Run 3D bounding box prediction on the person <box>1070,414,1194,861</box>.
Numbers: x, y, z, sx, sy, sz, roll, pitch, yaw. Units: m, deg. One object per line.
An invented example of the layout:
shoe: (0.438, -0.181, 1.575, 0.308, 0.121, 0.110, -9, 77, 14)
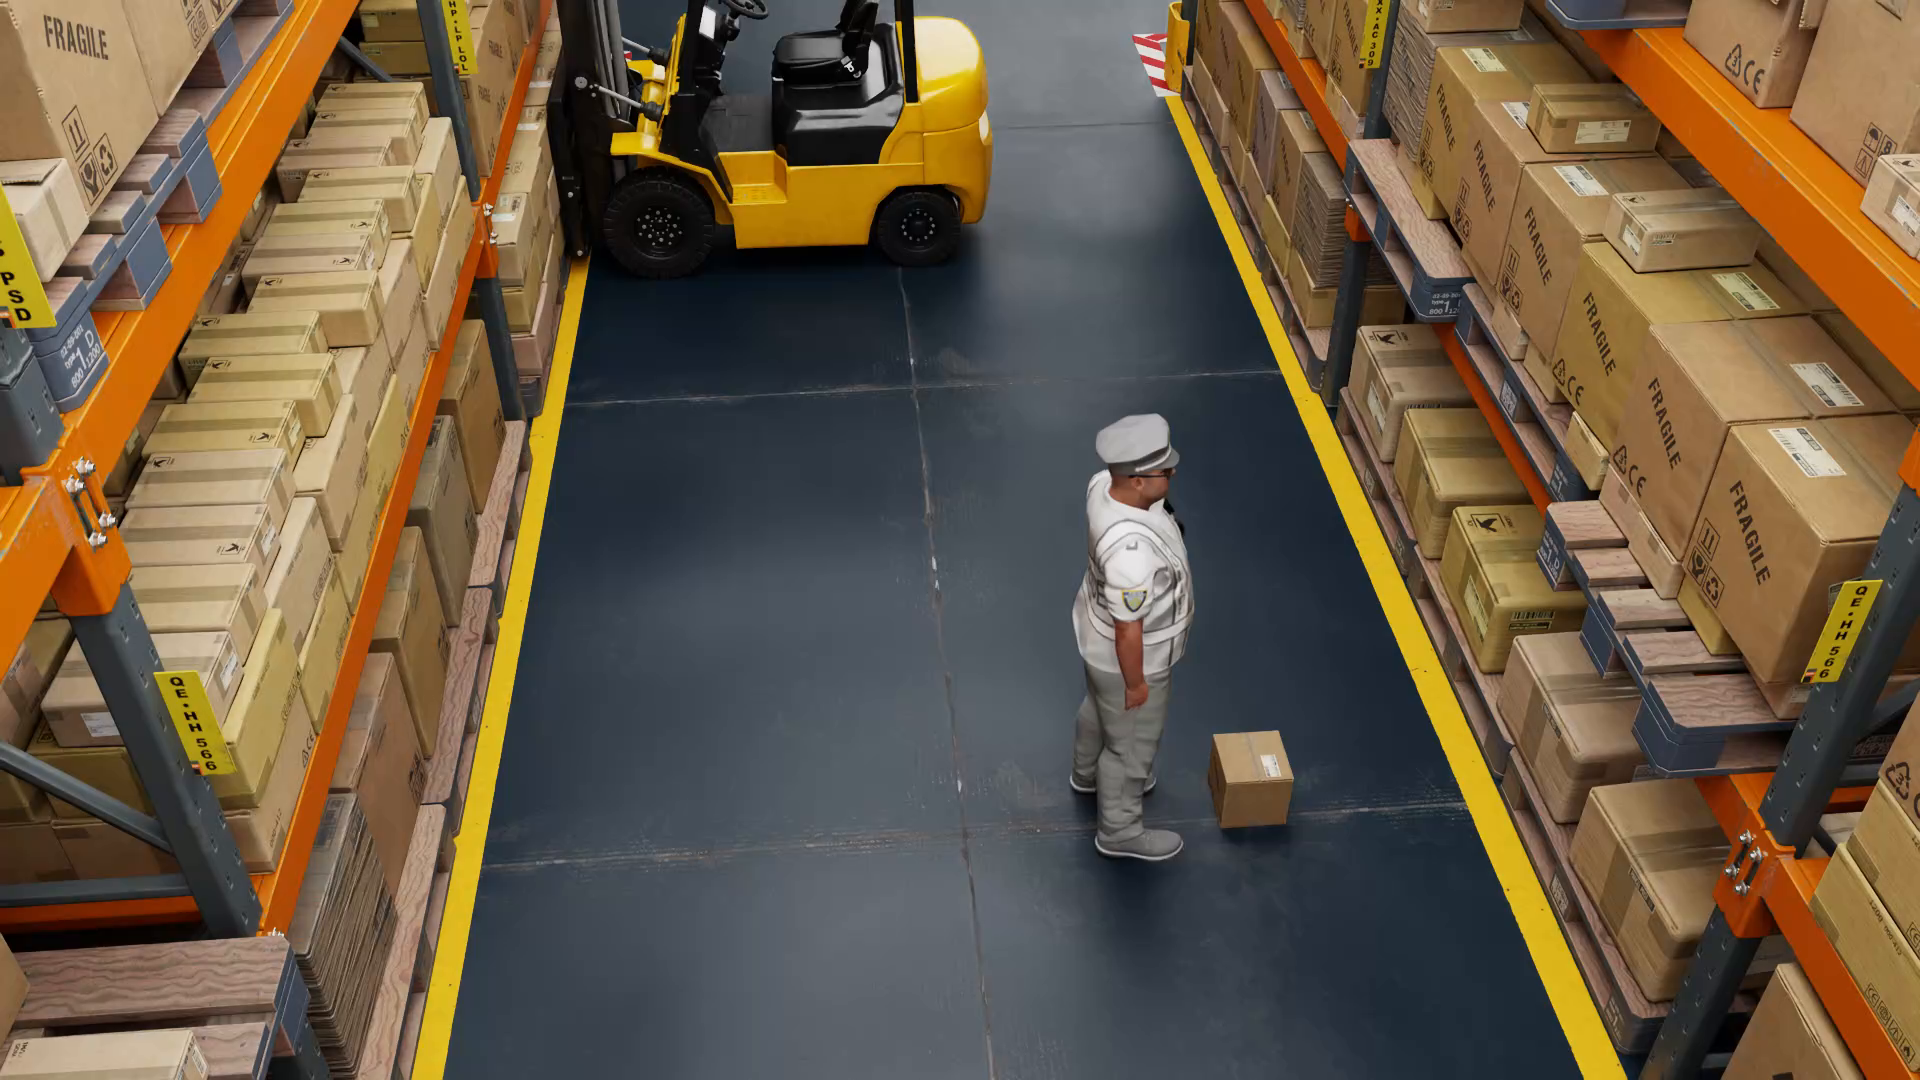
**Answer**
person: (0.601, 0.337, 5.722, 0.418, 1.781, 0.536, -3, 39, -3)
